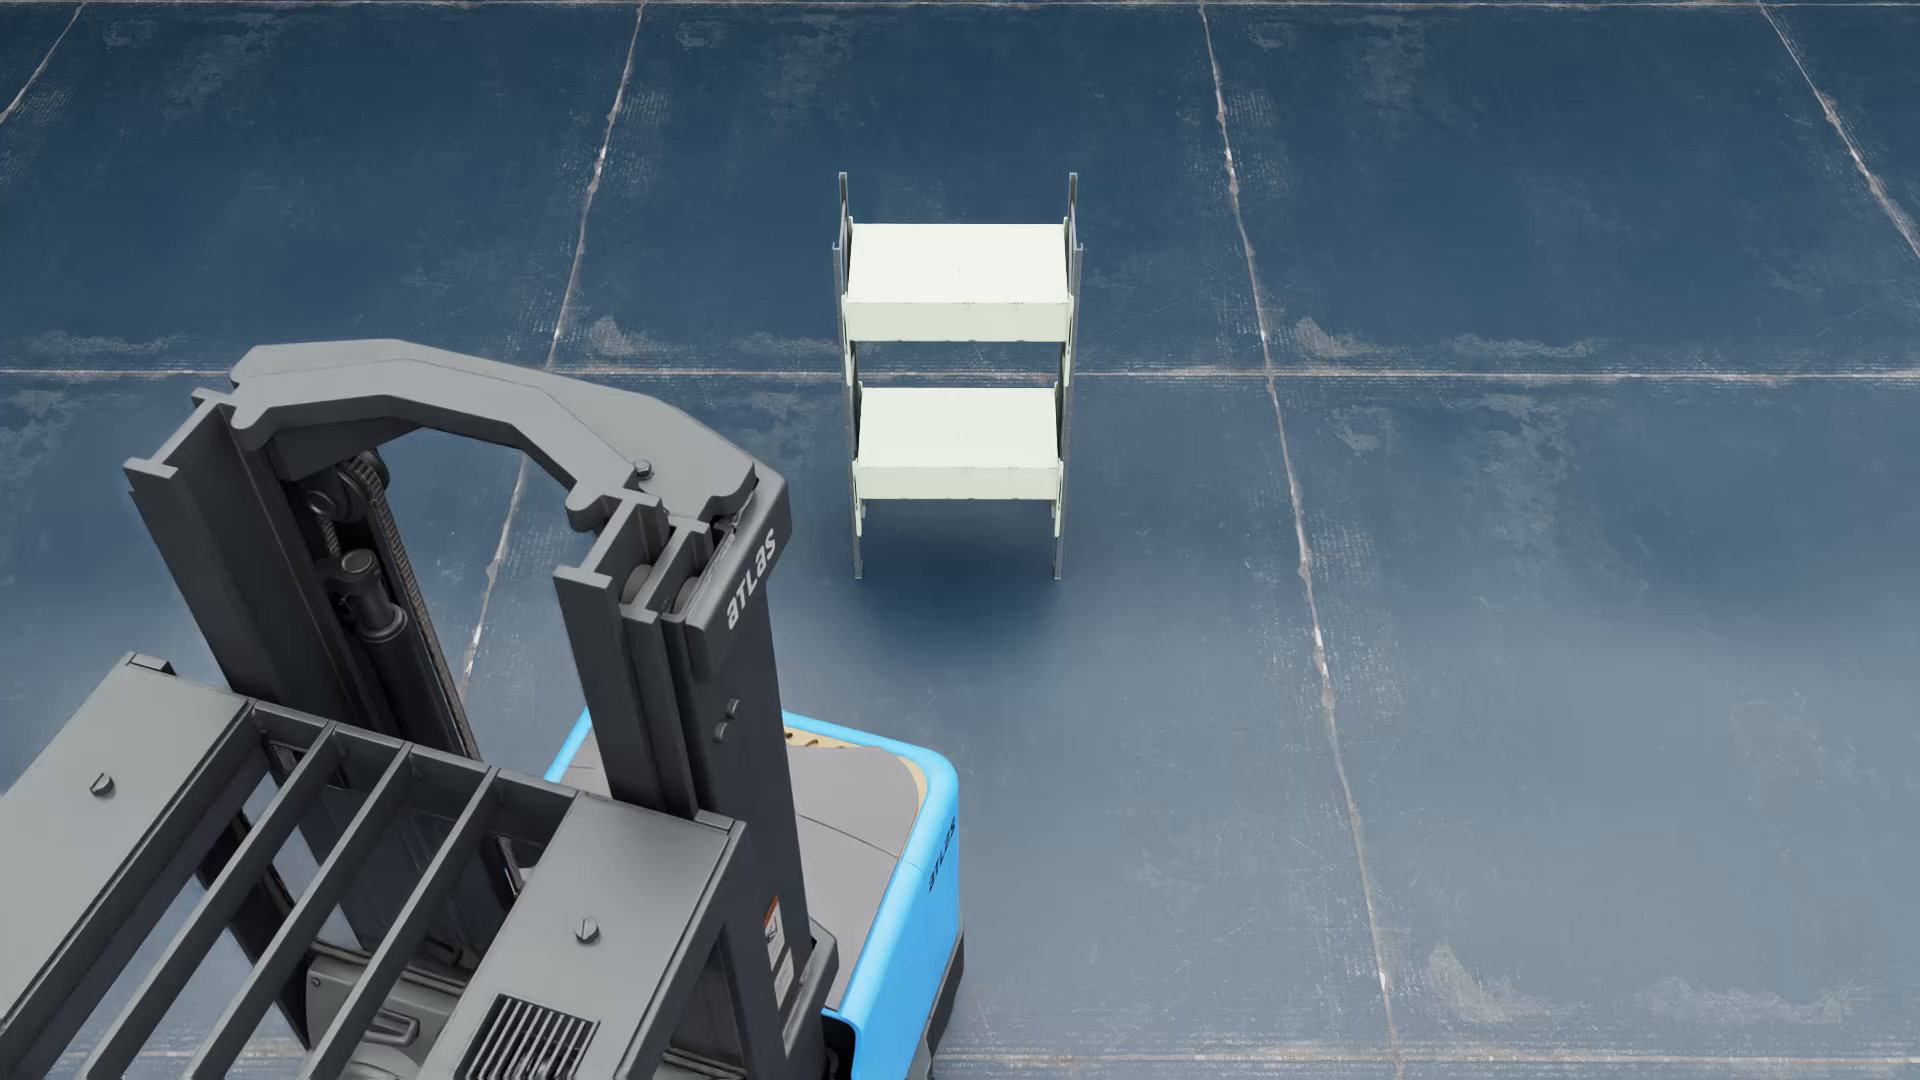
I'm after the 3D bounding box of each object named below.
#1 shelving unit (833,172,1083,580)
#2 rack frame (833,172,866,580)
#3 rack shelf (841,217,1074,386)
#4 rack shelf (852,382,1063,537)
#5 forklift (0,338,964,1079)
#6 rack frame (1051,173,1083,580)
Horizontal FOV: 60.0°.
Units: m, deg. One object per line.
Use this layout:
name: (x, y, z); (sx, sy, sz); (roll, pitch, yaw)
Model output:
shelving unit: (-0.007, -0.511, 5.701); (0.755, 1.500, 0.431); (0, 47, 0)
rack frame: (-0.373, -0.512, 5.702); (0.023, 1.500, 0.400); (0, 47, 0)
rack shelf: (-0.007, -0.777, 5.415); (0.720, 0.370, 0.431); (0, 47, 0)
rack shelf: (-0.007, -0.289, 5.940); (0.720, 0.370, 0.431); (0, 47, 0)
forklift: (-0.924, 1.210, 3.121); (1.130, 2.935, 3.031); (13, 48, 12)
rack frame: (0.359, -0.510, 5.700); (0.023, 1.500, 0.400); (0, 47, 0)
